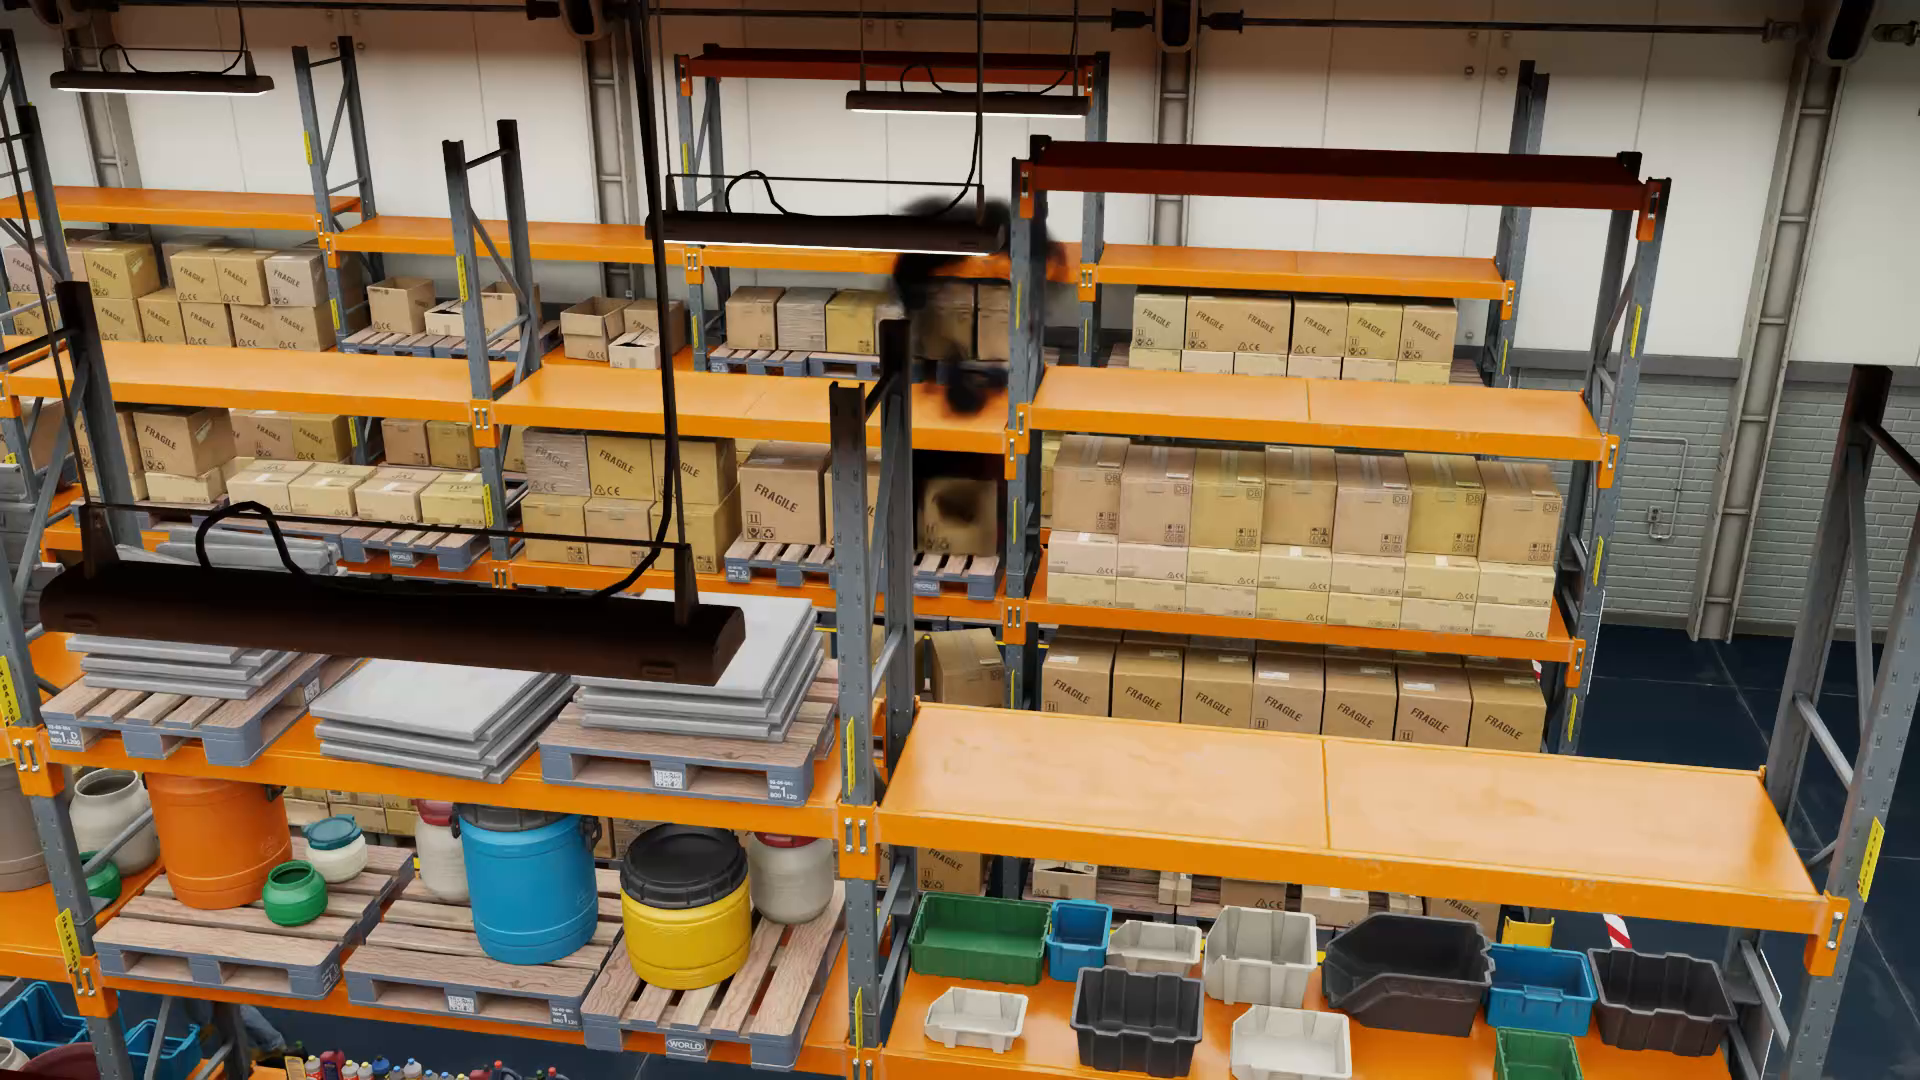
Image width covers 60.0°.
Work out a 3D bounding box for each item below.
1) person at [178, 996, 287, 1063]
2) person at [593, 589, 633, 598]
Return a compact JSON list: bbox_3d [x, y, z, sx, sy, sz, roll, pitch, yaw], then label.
[{"bbox_3d":[-5.172,2.872,11.406,0.940,1.750,0.686,2,23,5],"label":"person"},{"bbox_3d":[-3.398,0.816,16.538,0.852,1.482,0.636,-3,23,-8],"label":"person"}]
